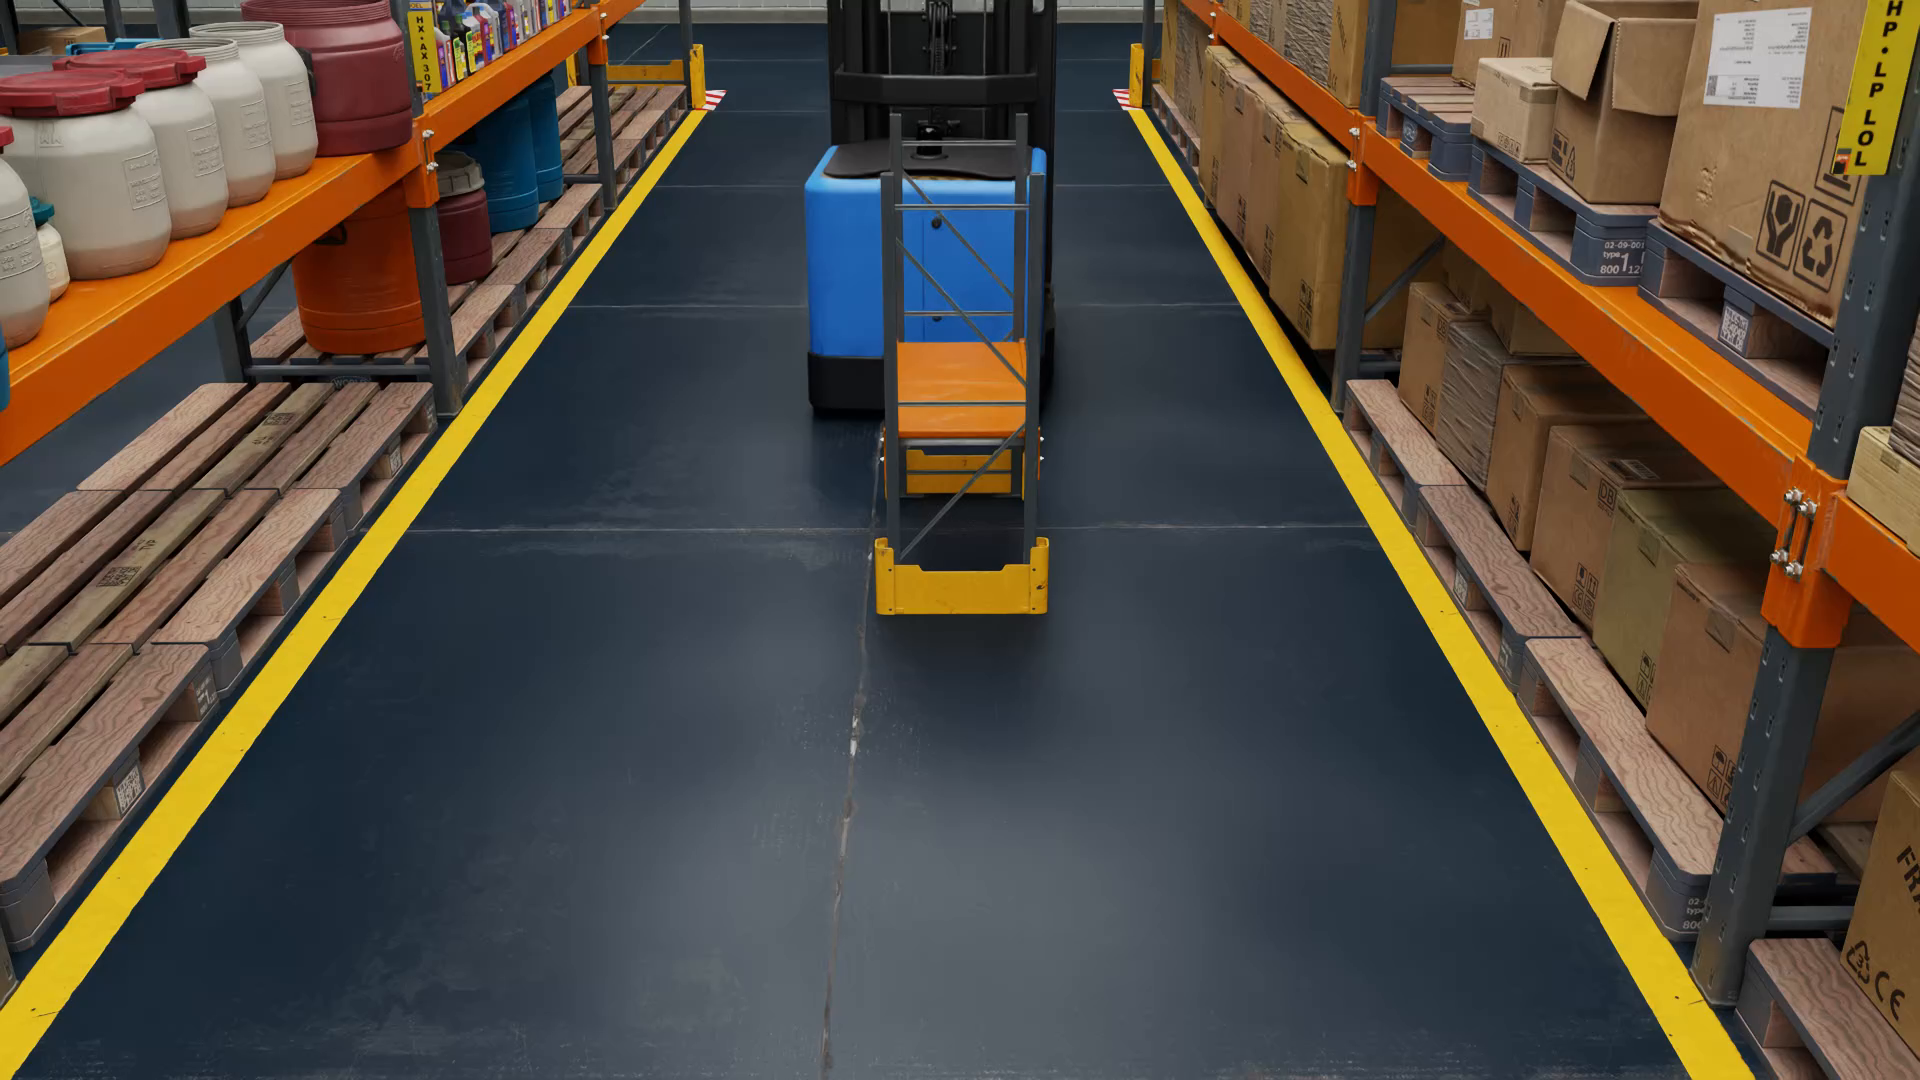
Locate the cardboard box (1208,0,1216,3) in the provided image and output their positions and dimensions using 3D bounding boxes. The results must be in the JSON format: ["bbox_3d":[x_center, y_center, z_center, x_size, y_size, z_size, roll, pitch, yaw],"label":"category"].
[{"bbox_3d":[1.818,-3.615,10.908,0.380,0.149,0.250,0,24,0],"label":"cardboard box"}]

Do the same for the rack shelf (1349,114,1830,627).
[{"bbox_3d":[2.214,-0.805,5.263,1.077,0.370,4.000,0,24,-1],"label":"rack shelf"}]

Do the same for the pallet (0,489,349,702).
[{"bbox_3d":[-2.781,0.157,5.647,1.003,0.211,1.213,0,24,-1],"label":"pallet"}]

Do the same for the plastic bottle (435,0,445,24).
[{"bbox_3d":[-3.052,-3.157,9.832,0.097,0.201,0.097,0,24,0],"label":"plastic bottle"}]

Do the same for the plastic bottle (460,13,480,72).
[{"bbox_3d":[-2.425,-2.444,8.171,0.097,0.271,0.097,0,24,0],"label":"plastic bottle"}]

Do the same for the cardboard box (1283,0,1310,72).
[{"bbox_3d":[1.930,-2.624,8.291,0.500,0.500,0.500,-1,24,-2],"label":"cardboard box"}]

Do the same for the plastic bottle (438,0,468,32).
[{"bbox_3d":[-2.606,-2.673,8.580,0.144,0.351,0.185,0,24,-1],"label":"plastic bottle"}]

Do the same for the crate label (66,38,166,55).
[{"bbox_3d":[-3.020,-1.540,5.973,0.502,0.435,0.616,0,24,-1],"label":"crate label"}]

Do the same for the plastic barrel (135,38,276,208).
[{"bbox_3d":[-2.531,-1.389,5.546,0.421,0.512,0.421,0,24,0],"label":"plastic barrel"}]

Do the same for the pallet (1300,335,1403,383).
[{"bbox_3d":[2.259,-1.012,8.231,1.003,0.211,1.213,0,24,-1],"label":"pallet"}]

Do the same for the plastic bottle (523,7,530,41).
[{"bbox_3d":[-2.437,-2.870,9.197,0.097,0.201,0.097,0,24,0],"label":"plastic bottle"}]

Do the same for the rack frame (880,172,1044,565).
[{"bbox_3d":[0.006,-0.439,5.400,0.500,1.500,0.032,0,24,-1],"label":"rack frame"}]

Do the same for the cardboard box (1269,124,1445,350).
[{"bbox_3d":[2.205,-1.465,7.917,1.225,0.875,0.875,-1,24,-3],"label":"cardboard box"}]

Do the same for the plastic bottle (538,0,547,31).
[{"bbox_3d":[-2.465,-3.107,9.540,0.144,0.351,0.185,0,24,-1],"label":"plastic bottle"}]

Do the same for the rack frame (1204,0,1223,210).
[{"bbox_3d":[2.148,-3.605,10.581,1.000,3.000,0.127,0,24,-1],"label":"rack frame"}]

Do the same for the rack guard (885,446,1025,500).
[{"bbox_3d":[-0.005,-0.288,6.583,0.587,0.250,0.087,0,24,-1],"label":"rack guard"}]

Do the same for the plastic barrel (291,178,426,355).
[{"bbox_3d":[-2.783,-1.339,7.694,0.600,0.830,0.708,0,24,-1],"label":"plastic barrel"}]

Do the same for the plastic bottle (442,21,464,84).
[{"bbox_3d":[-2.403,-2.307,7.853,0.061,0.283,0.133,0,24,-1],"label":"plastic bottle"}]

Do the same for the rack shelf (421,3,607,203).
[{"bbox_3d":[-2.782,-2.431,8.858,1.077,0.370,4.000,0,24,-1],"label":"rack shelf"}]

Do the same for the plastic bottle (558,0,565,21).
[{"bbox_3d":[-2.429,-3.274,9.990,0.061,0.283,0.133,0,24,-1],"label":"plastic bottle"}]

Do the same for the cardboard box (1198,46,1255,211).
[{"bbox_3d":[2.175,-2.565,10.350,1.225,0.875,0.875,0,24,0],"label":"cardboard box"}]

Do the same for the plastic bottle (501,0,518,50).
[{"bbox_3d":[-2.415,-2.764,8.864,0.061,0.283,0.133,0,24,-1],"label":"plastic bottle"}]

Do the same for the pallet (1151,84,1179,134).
[{"bbox_3d":[2.192,-3.654,14.073,1.003,0.211,1.213,0,24,-1],"label":"pallet"}]

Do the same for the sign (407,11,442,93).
[{"bbox_3d":[-2.211,-2.014,6.866,0.100,0.325,0.005,0,24,-1],"label":"sign"}]

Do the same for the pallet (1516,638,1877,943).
[{"bbox_3d":[2.226,0.641,4.577,1.003,0.211,1.213,0,24,-1],"label":"pallet"}]

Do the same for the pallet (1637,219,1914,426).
[{"bbox_3d":[2.373,-0.537,4.030,1.003,0.211,1.213,0,24,-1],"label":"pallet"}]

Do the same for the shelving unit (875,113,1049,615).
[{"bbox_3d":[0.001,-0.652,5.871,0.587,1.500,1.083,0,24,-1],"label":"shelving unit"}]

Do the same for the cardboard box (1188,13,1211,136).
[{"bbox_3d":[2.211,-3.472,12.355,0.875,0.875,0.875,0,24,-1],"label":"cardboard box"}]

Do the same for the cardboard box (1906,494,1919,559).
[{"bbox_3d":[1.927,-0.001,2.918,0.380,0.149,0.250,0,24,-1],"label":"cardboard box"}]

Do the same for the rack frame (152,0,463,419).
[{"bbox_3d":[-2.761,-1.935,6.888,1.000,3.000,0.127,0,24,-1],"label":"rack frame"}]

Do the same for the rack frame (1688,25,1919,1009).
[{"bbox_3d":[2.236,-0.309,3.293,1.000,3.000,0.127,0,24,-1],"label":"rack frame"}]

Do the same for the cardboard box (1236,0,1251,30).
[{"bbox_3d":[1.910,-3.253,9.681,0.500,0.500,0.500,0,24,0],"label":"cardboard box"}]

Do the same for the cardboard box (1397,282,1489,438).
[{"bbox_3d":[2.219,-0.742,6.751,0.700,0.500,0.500,-2,24,-3],"label":"cardboard box"}]

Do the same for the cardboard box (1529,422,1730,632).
[{"bbox_3d":[2.258,-0.051,5.221,0.700,0.500,0.500,-2,24,-5],"label":"cardboard box"}]

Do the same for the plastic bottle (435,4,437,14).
[{"bbox_3d":[-3.176,-3.183,9.799,0.152,0.276,0.135,0,24,-1],"label":"plastic bottle"}]

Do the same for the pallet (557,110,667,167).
[{"bbox_3d":[-2.867,-3.119,12.891,1.003,0.211,1.213,0,24,-1],"label":"pallet"}]

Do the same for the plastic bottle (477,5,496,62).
[{"bbox_3d":[-2.429,-2.580,8.470,0.097,0.271,0.097,0,24,0],"label":"plastic bottle"}]

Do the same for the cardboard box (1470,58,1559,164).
[{"bbox_3d":[1.980,-1.388,5.352,0.500,0.250,0.500,-1,24,-2],"label":"cardboard box"}]

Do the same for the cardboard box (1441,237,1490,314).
[{"bbox_3d":[2.229,-1.084,6.597,0.500,0.250,0.500,1,24,2],"label":"cardboard box"}]

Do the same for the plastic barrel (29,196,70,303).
[{"bbox_3d":[-2.578,-0.770,4.479,0.301,0.262,0.301,0,24,0],"label":"plastic barrel"}]

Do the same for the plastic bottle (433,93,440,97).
[{"bbox_3d":[-2.417,-2.112,7.521,0.097,0.201,0.097,0,24,0],"label":"plastic bottle"}]

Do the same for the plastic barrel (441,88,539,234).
[{"bbox_3d":[-2.808,-2.302,9.737,0.600,0.901,0.708,0,24,-1],"label":"plastic barrel"}]

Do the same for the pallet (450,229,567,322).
[{"bbox_3d":[-2.821,-1.490,9.289,1.003,0.211,1.213,0,24,-1],"label":"pallet"}]

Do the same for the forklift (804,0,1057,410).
[{"bbox_3d":[-0.068,-2.464,8.141,1.130,2.935,3.031,1,24,3],"label":"forklift"}]

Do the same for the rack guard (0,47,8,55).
[{"bbox_3d":[-7.800,-4.040,14.576,1.175,0.500,0.348,0,24,-1],"label":"rack guard"}]
